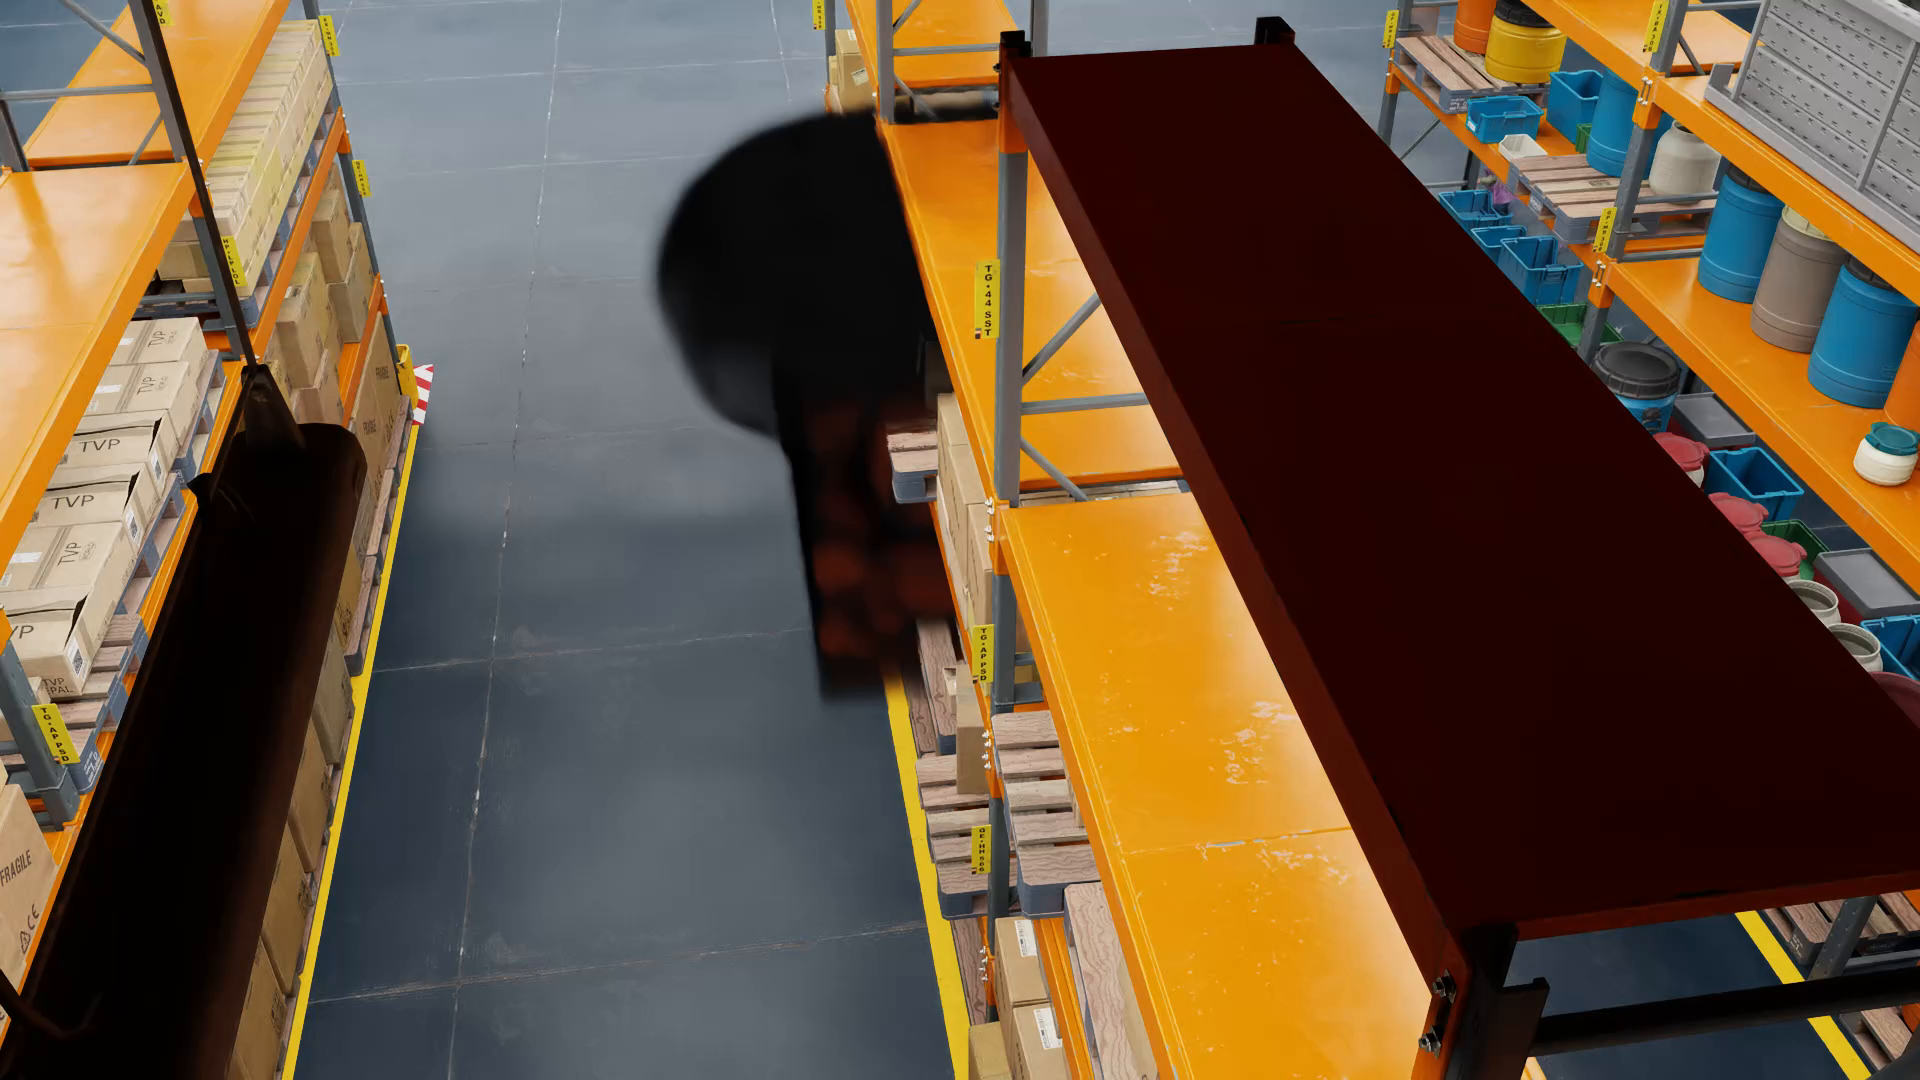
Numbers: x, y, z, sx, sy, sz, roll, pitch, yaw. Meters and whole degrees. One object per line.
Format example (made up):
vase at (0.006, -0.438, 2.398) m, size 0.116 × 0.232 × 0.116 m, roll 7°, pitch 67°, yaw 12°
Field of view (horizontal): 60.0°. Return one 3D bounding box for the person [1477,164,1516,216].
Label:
person at (5.314, -3.326, 16.275) m, size 0.767 × 1.583 × 0.554 m, roll 25°, pitch 43°, yaw 30°
